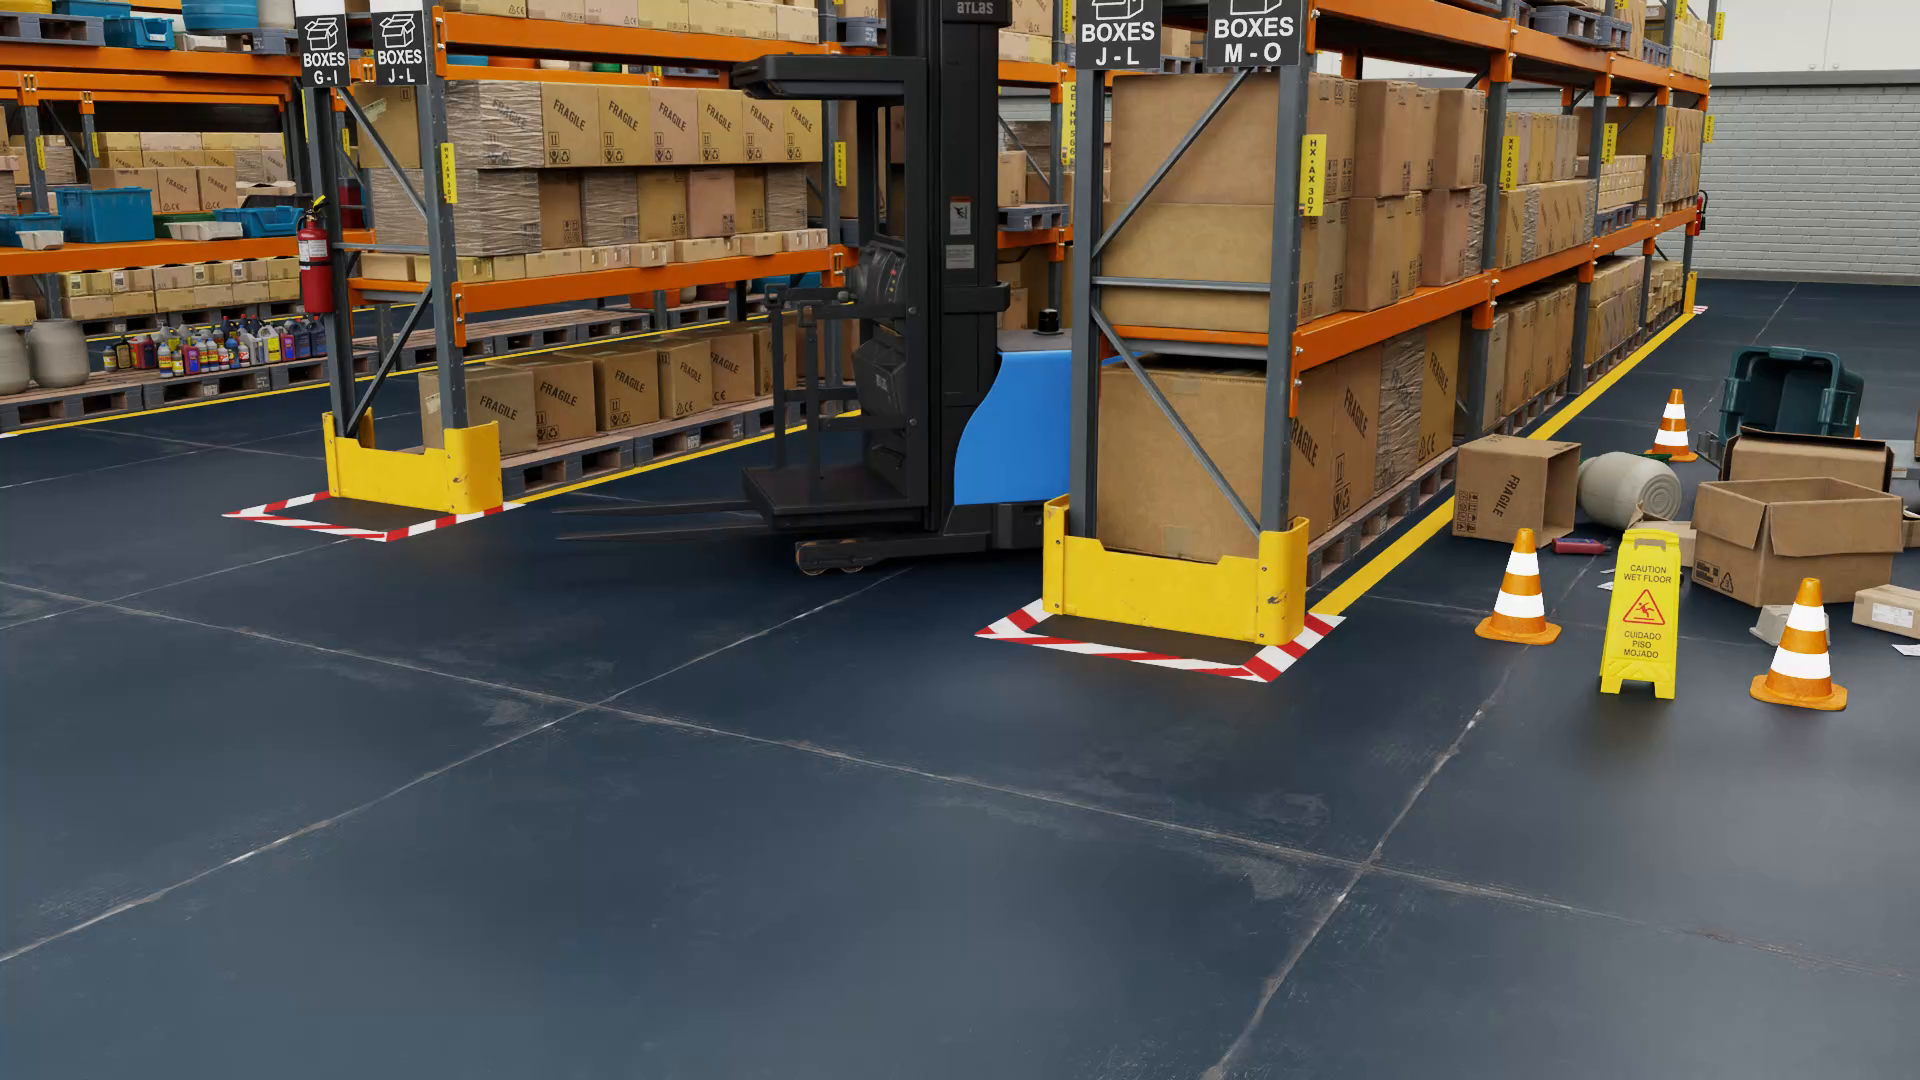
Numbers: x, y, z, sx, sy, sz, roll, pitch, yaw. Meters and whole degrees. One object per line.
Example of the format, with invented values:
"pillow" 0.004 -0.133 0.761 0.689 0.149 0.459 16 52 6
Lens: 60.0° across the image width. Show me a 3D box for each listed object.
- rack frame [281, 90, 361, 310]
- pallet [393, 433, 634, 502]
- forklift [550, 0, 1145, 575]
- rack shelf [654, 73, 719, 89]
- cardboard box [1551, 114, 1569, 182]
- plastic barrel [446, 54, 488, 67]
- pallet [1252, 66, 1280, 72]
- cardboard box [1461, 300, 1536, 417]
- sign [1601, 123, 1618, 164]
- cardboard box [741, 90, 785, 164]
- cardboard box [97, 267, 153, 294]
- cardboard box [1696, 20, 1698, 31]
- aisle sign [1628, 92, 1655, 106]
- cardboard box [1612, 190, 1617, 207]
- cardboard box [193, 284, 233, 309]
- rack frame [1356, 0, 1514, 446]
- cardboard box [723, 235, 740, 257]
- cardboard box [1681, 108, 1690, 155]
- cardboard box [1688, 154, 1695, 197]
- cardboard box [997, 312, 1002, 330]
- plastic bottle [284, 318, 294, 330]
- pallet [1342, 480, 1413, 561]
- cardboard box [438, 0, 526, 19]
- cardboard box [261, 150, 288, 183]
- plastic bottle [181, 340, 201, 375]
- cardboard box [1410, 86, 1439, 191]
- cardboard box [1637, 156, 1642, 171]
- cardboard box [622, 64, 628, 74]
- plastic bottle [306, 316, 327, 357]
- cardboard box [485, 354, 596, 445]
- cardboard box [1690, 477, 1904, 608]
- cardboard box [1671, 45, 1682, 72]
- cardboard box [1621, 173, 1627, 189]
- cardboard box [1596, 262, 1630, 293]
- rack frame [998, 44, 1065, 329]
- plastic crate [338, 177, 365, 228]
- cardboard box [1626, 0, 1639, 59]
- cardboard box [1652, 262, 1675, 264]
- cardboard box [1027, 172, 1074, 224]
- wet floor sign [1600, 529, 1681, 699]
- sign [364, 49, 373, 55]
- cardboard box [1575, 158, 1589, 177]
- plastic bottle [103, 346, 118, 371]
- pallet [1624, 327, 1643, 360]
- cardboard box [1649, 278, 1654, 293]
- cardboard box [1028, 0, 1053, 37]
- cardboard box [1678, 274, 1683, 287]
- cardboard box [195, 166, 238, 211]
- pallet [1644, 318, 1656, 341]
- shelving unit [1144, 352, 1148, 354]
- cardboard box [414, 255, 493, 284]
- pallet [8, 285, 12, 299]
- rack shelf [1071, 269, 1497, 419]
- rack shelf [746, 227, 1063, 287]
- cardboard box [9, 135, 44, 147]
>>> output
"rack frame" -8.130 -4.451 21.095 1.000 3.000 0.127 7 15 28
"pallet" -2.867 -0.509 10.695 1.003 0.211 1.213 7 15 28
"forklift" -0.602 -1.385 8.526 3.031 2.935 1.130 -4 14 -15
"rack shelf" -2.829 -5.408 20.199 1.077 0.370 4.000 7 15 28
"cardboard box" 4.364 -3.085 13.082 0.700 0.500 0.500 7 15 27
"plastic barrel" -5.041 -5.167 16.598 0.600 0.901 0.708 7 15 28
"pallet" 3.469 -5.980 21.225 1.003 0.211 1.213 7 15 28
"cardboard box" 3.591 -1.370 12.220 1.050 0.750 0.750 7 15 28
"sign" 5.321 -3.246 13.626 0.100 0.325 0.005 7 15 28
"cardboard box" -1.611 -2.960 11.931 0.500 0.500 0.500 7 15 28
"cardboard box" -9.399 -2.929 18.557 0.500 0.311 0.500 7 15 27
"cardboard box" 8.261 -5.903 19.122 0.380 0.149 0.250 7 15 27
"aisle sign" 8.473 -5.699 20.726 0.394 0.787 0.004 7 15 28
"cardboard box" 5.866 -3.168 15.415 0.380 0.149 0.250 8 16 29
"cardboard box" -8.909 -2.868 19.500 0.500 0.250 0.500 8 16 29
"rack frame" 2.900 -1.924 10.616 1.000 3.000 0.127 7 15 28
"cardboard box" -1.802 -2.113 11.932 0.380 0.149 0.250 7 15 28
"cardboard box" 7.956 -4.623 18.828 0.500 0.500 0.500 7 15 26
"cardboard box" 8.455 -4.353 19.842 0.500 0.500 0.500 7 15 27
"cardboard box" -0.023 -2.071 15.620 0.700 0.500 0.500 6 15 23
"plastic bottle" -6.267 -1.940 15.563 0.097 0.271 0.097 0 14 0
"pallet" 1.875 -0.170 9.290 1.003 0.211 1.213 7 15 28
"cardboard box" -2.868 -3.141 9.583 0.500 0.250 0.500 8 16 30
"cardboard box" -10.775 -5.806 25.825 0.500 0.500 0.500 8 15 28
"plastic bottle" -6.388 -1.522 13.804 0.061 0.283 0.133 8 16 29
"cardboard box" 2.146 -2.229 9.256 0.875 0.550 0.550 7 15 28
"cardboard box" 6.615 -3.777 16.672 0.380 0.149 0.250 7 15 26
"cardboard box" -5.251 -7.176 25.250 0.500 0.250 0.500 7 15 28
"plastic bottle" -5.788 -1.830 14.936 0.144 0.351 0.185 7 15 27
"cardboard box" -2.752 -0.928 10.921 0.500 0.500 0.500 13 19 43
"cardboard box" 3.981 0.003 7.949 0.797 0.503 0.637 -3 14 -11
"cardboard box" 7.222 -5.016 17.360 0.500 0.250 0.500 8 16 31
"cardboard box" 6.113 -3.417 15.814 0.380 0.149 0.250 7 15 28
"cardboard box" 6.125 -2.524 15.939 0.500 0.250 0.500 7 15 26
"rack frame" 0.540 -3.328 16.437 1.000 3.000 0.127 7 15 28
"plastic crate" -5.763 -3.233 15.909 0.402 0.464 0.583 7 15 28
"cardboard box" 5.578 -4.442 14.446 0.500 0.500 0.500 7 15 28
"cardboard box" 8.495 -3.311 20.287 0.380 0.149 0.250 8 16 29
"cardboard box" 1.013 -3.445 16.711 0.500 0.500 0.500 8 16 30
"wet floor sign" 2.685 0.271 6.532 0.267 0.644 0.232 5 14 18
"sign" -5.253 -4.466 14.740 0.100 0.325 0.005 7 15 28
"cardboard box" 5.228 -3.190 14.236 0.380 0.149 0.250 7 15 28
"plastic bottle" -7.159 -1.528 14.002 0.097 0.201 0.097 0 14 0
"pallet" 6.392 -2.050 17.087 1.003 0.211 1.213 7 15 28
"cardboard box" 7.300 -2.770 18.041 0.380 0.149 0.250 8 16 31
"cardboard box" 0.529 -4.951 15.491 0.500 0.500 0.500 8 16 30
"cardboard box" 8.695 -3.209 20.495 0.380 0.149 0.250 7 15 27
"cardboard box" -8.927 -4.153 19.648 0.500 0.500 0.500 6 15 25
"pallet" 7.061 -2.352 18.339 1.003 0.211 1.213 7 15 28
"shelving unit" 1.165 -0.829 10.072 0.538 1.125 1.048 4 14 14
"cardboard box" -2.981 -1.596 9.789 0.380 0.149 0.250 7 15 28
"pallet" -13.438 -3.246 22.049 1.003 0.211 1.213 7 15 28
"rack shelf" 1.933 -1.164 8.998 1.077 0.370 4.000 7 15 28
"rack shelf" -0.427 -2.568 14.819 1.077 0.370 4.000 7 15 28
"cardboard box" -12.751 -5.447 22.693 0.380 0.149 0.250 5 14 19
